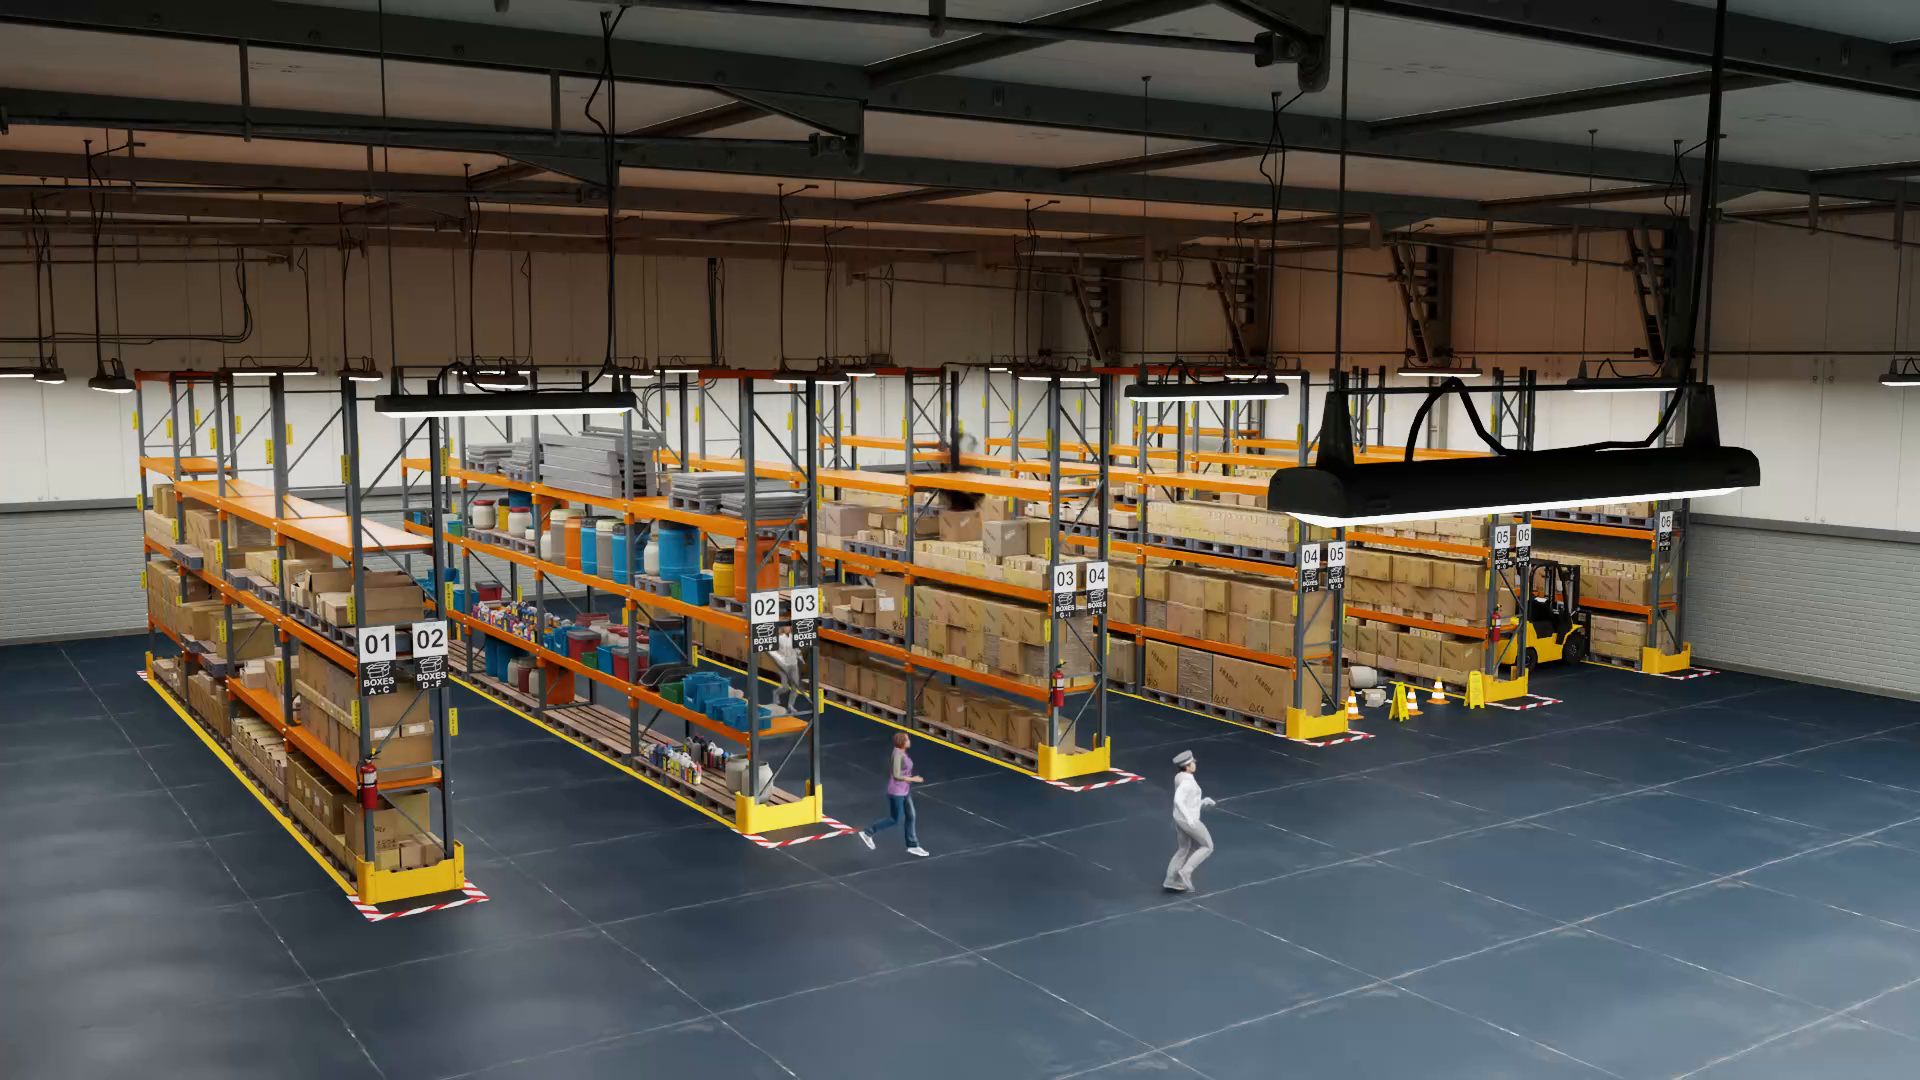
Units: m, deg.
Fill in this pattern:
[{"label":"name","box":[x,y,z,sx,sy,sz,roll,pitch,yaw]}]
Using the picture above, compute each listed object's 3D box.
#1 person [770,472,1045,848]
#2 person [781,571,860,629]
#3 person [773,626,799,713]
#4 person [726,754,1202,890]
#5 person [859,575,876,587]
[{"label":"person","box":[-0.784,0.961,31.453,4.769,3.459,21.916,1,6,4]},{"label":"person","box":[-2.853,1.481,35.959,7.496,1.700,11.512,-4,8,-31]},{"label":"person","box":[-3.056,2.234,29.328,0.358,1.589,0.596,-5,8,-36]},{"label":"person","box":[-0.213,3.214,21.334,5.379,1.408,5.285,-1,7,-12]},{"label":"person","box":[-2.281,0.661,42.036,0.697,1.613,0.642,2,7,16]}]
